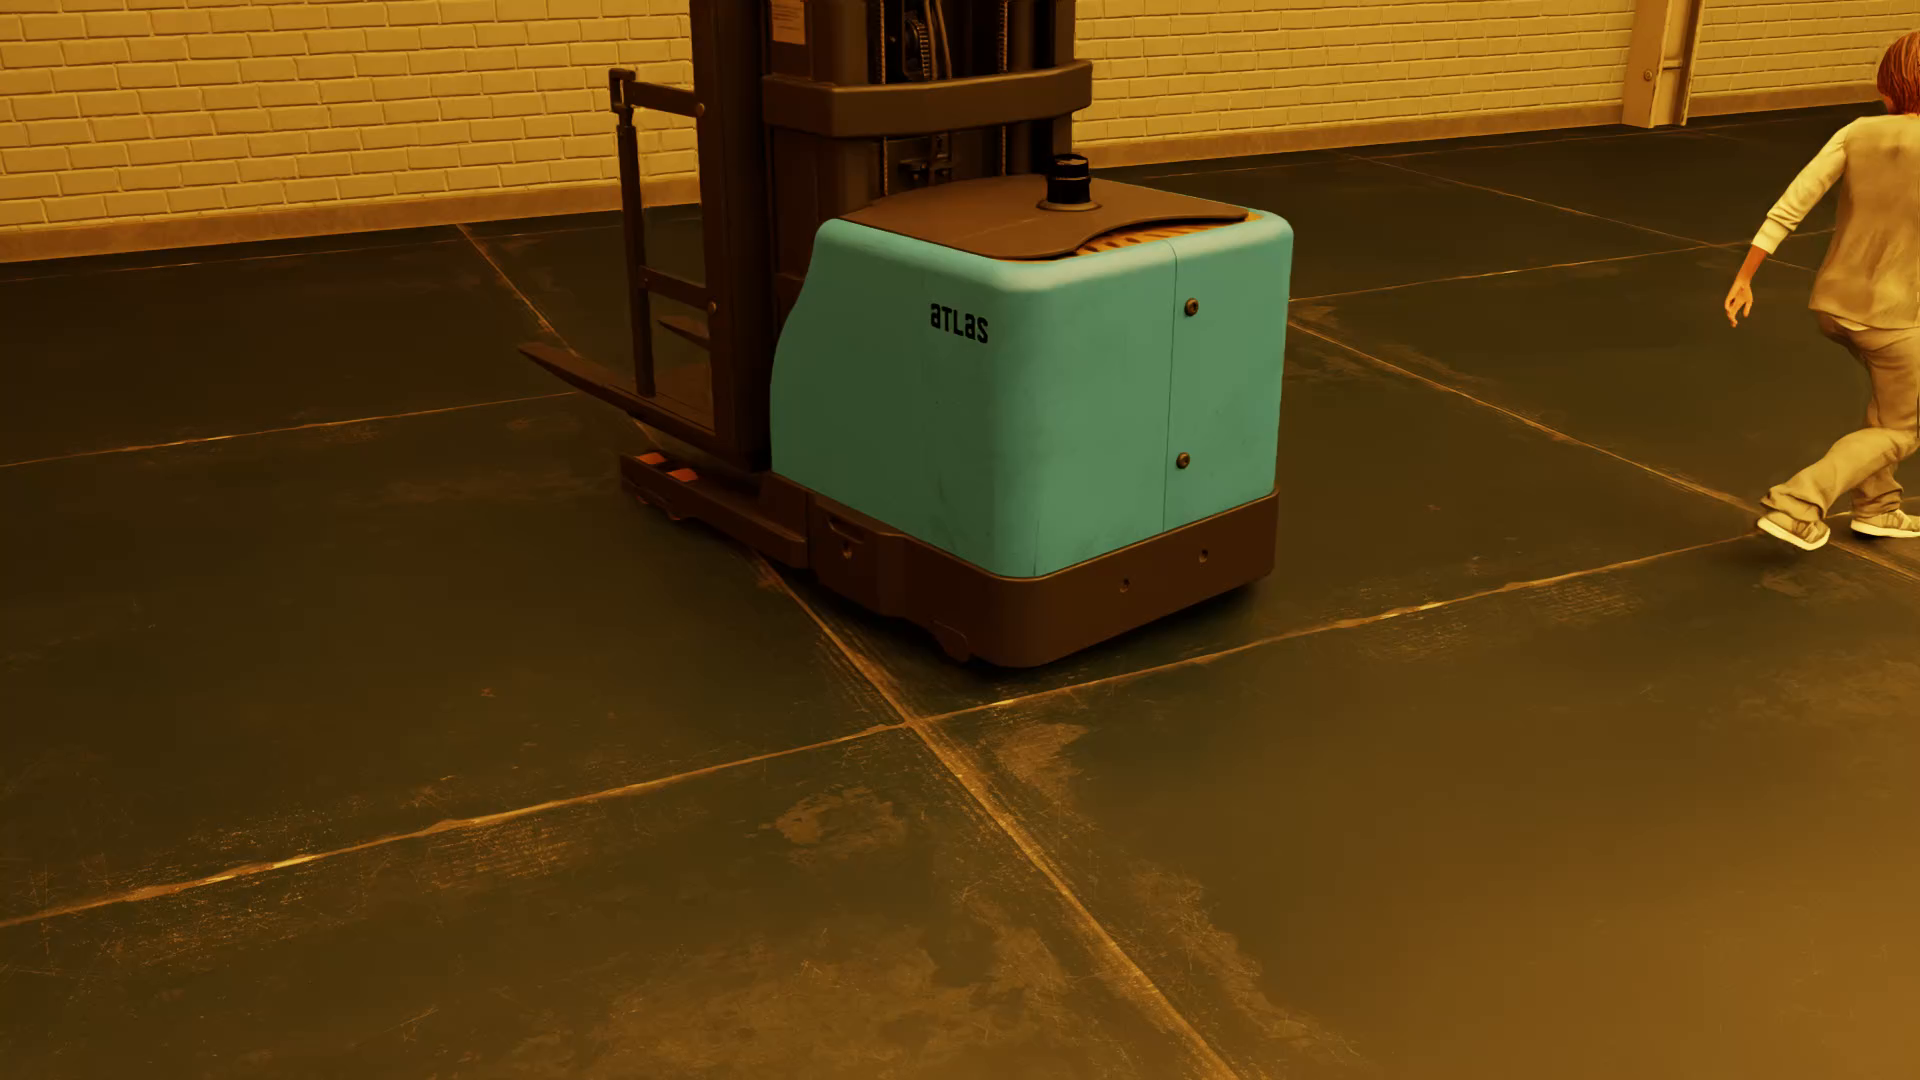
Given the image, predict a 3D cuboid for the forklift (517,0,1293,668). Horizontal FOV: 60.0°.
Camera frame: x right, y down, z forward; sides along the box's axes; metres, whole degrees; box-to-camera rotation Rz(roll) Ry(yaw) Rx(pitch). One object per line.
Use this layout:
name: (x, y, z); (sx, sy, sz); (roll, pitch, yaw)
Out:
forklift: (-0.444, -1.523, 4.952); (1.130, 2.935, 3.031); (-18, 29, -37)

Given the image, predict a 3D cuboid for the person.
person: (2.643, -0.680, 4.811); (0.759, 1.516, 0.451); (-10, 25, -23)
